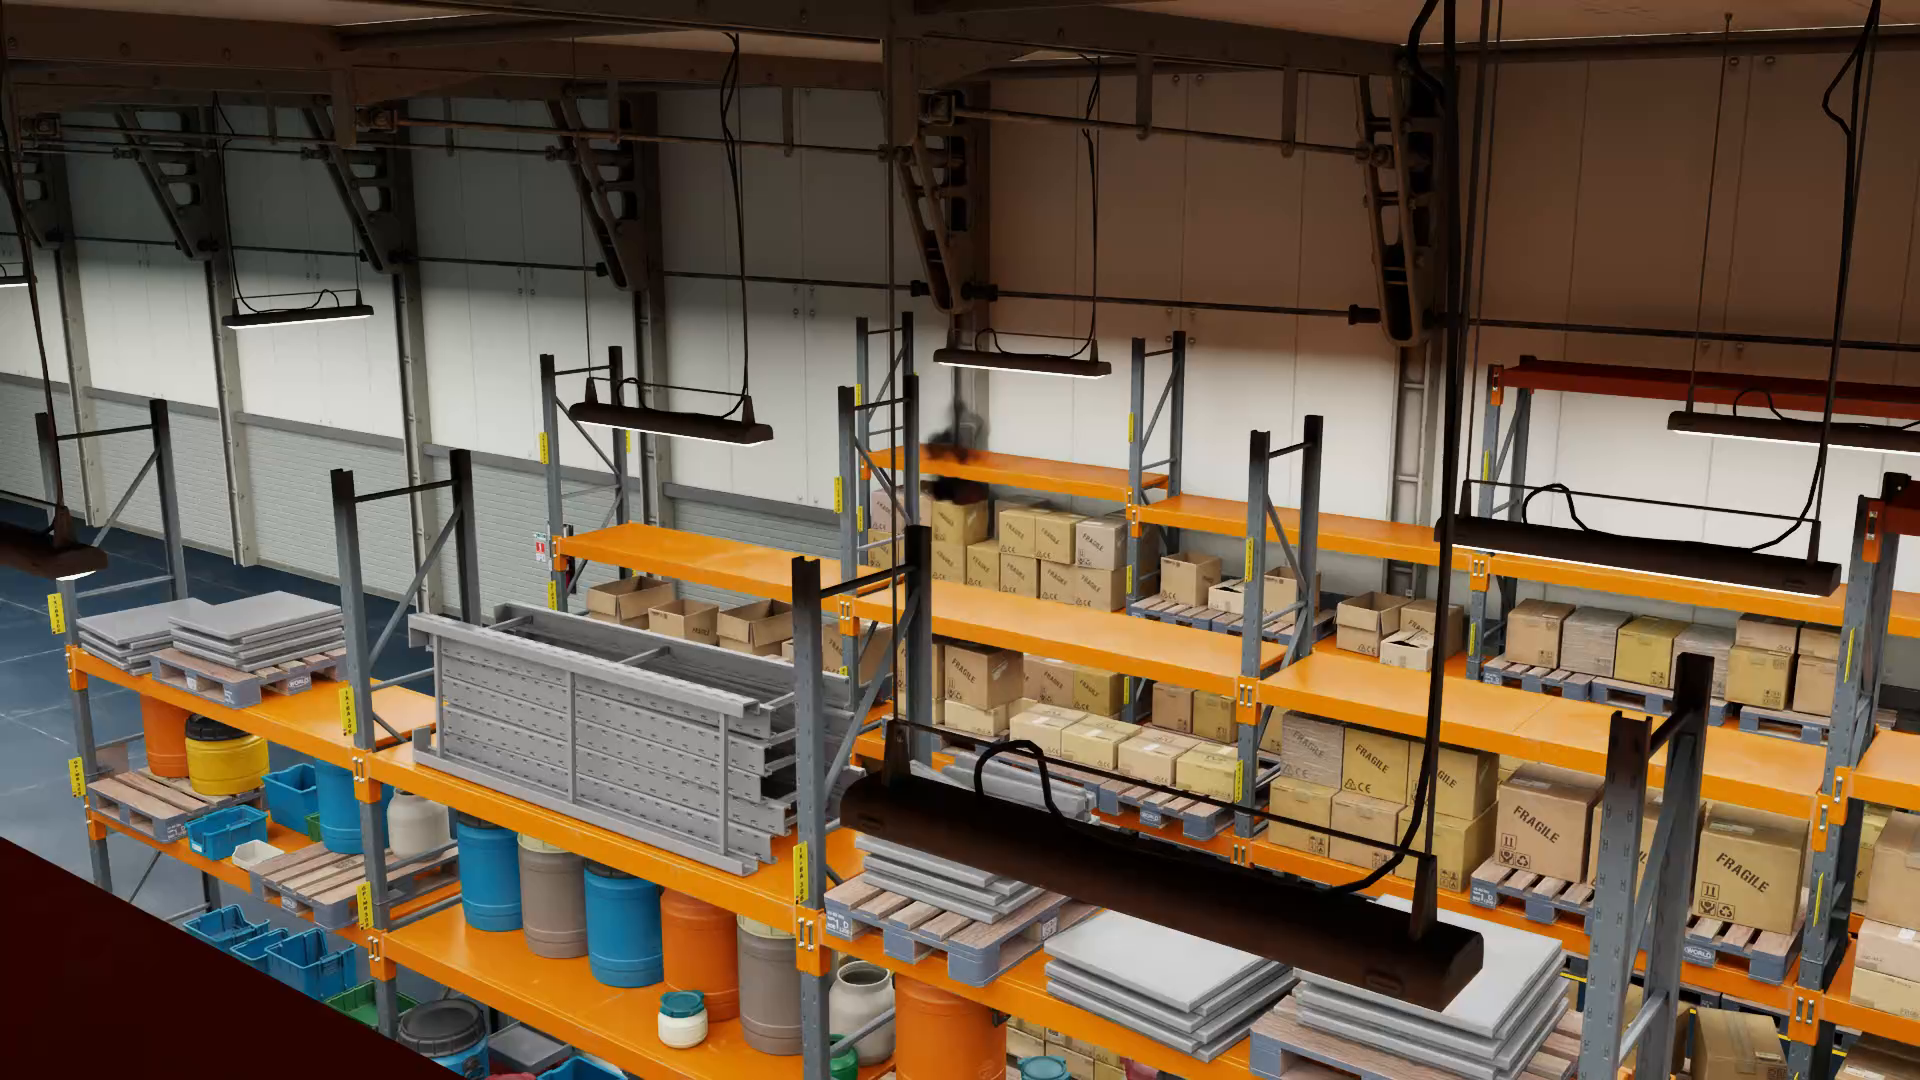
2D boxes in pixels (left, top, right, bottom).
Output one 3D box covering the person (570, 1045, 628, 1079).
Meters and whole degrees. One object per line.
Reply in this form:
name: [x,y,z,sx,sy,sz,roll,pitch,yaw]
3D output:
person: [-3.208,4.009,14.006,0.859,1.603,0.712,8,15,29]
